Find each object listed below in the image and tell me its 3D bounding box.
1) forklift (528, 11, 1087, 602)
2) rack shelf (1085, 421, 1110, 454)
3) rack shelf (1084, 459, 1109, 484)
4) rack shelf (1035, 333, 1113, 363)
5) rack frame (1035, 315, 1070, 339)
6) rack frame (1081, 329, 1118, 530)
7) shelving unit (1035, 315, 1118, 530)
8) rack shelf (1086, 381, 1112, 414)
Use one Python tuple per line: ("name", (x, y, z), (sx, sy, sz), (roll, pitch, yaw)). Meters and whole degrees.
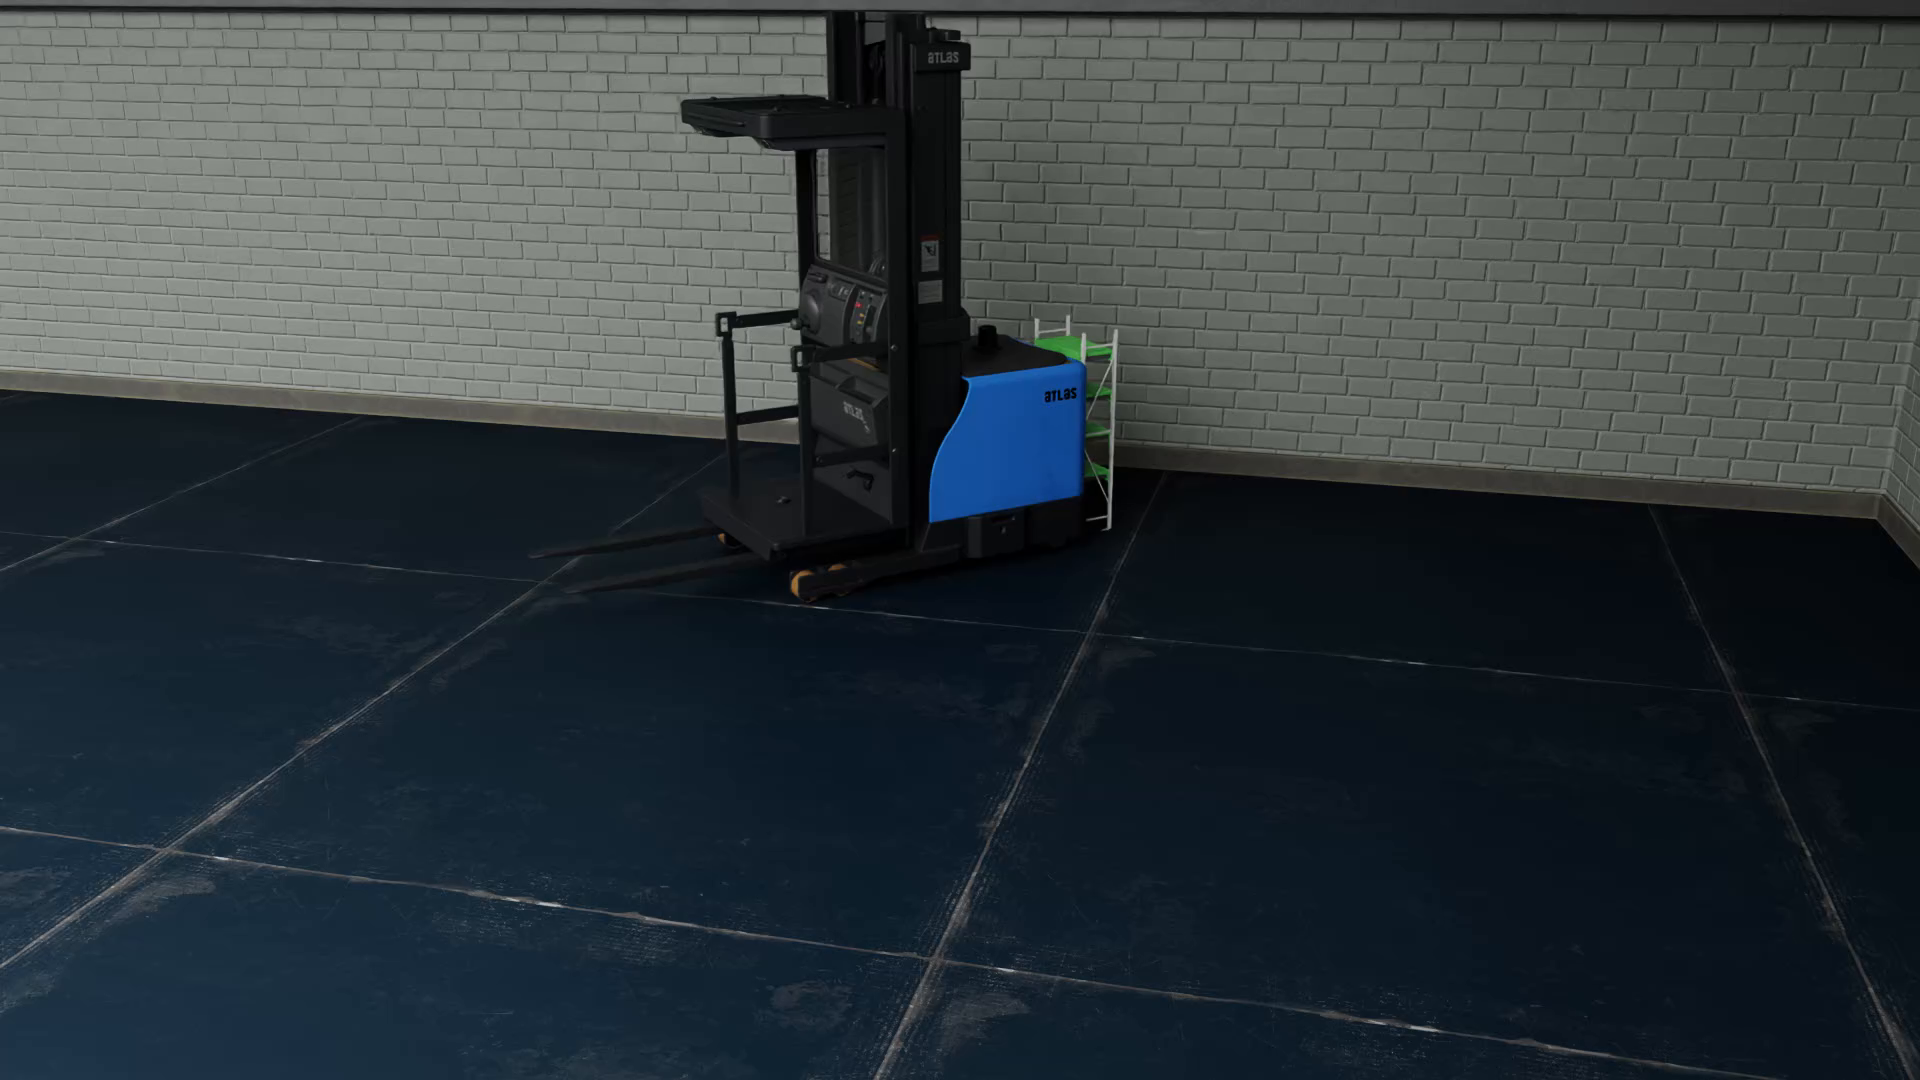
("forklift", (-0.808, -1.254, 8.825), (3.031, 2.935, 1.130), (-11, 22, -28))
("rack shelf", (0.670, -0.623, 9.852), (0.258, 0.148, 0.480), (-10, 21, -29))
("rack shelf", (0.669, -0.396, 9.929), (0.258, 0.148, 0.480), (-10, 21, -29))
("rack shelf", (0.671, -1.078, 9.698), (0.258, 0.148, 0.480), (-10, 21, -29))
("rack frame", (0.547, -0.752, 10.031), (0.240, 1.200, 0.015), (-10, 21, -29))
("rack frame", (0.793, -0.616, 9.632), (0.240, 1.200, 0.015), (-10, 21, -29))
("shelving unit", (0.670, -0.684, 9.831), (0.258, 1.200, 0.503), (-10, 21, -29))
("rack shelf", (0.671, -0.850, 9.775), (0.258, 0.148, 0.480), (-10, 21, -29))
